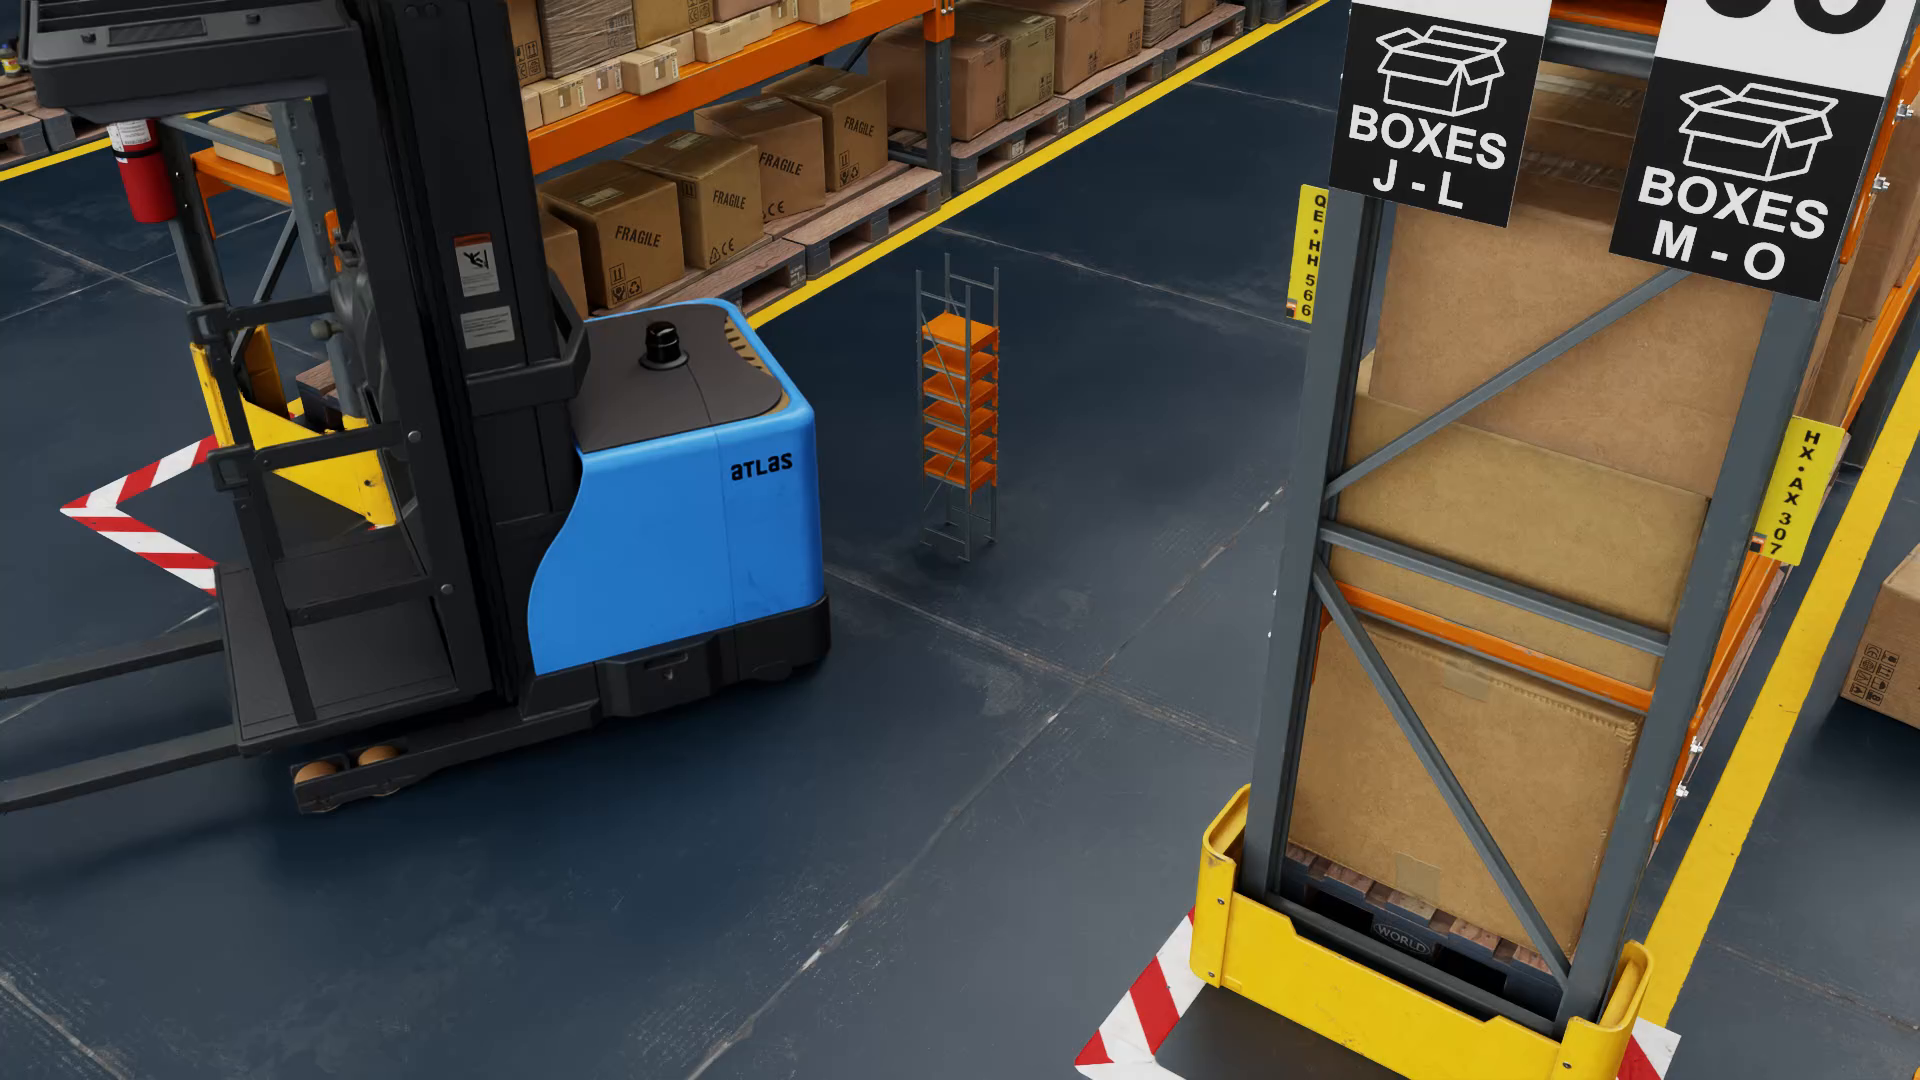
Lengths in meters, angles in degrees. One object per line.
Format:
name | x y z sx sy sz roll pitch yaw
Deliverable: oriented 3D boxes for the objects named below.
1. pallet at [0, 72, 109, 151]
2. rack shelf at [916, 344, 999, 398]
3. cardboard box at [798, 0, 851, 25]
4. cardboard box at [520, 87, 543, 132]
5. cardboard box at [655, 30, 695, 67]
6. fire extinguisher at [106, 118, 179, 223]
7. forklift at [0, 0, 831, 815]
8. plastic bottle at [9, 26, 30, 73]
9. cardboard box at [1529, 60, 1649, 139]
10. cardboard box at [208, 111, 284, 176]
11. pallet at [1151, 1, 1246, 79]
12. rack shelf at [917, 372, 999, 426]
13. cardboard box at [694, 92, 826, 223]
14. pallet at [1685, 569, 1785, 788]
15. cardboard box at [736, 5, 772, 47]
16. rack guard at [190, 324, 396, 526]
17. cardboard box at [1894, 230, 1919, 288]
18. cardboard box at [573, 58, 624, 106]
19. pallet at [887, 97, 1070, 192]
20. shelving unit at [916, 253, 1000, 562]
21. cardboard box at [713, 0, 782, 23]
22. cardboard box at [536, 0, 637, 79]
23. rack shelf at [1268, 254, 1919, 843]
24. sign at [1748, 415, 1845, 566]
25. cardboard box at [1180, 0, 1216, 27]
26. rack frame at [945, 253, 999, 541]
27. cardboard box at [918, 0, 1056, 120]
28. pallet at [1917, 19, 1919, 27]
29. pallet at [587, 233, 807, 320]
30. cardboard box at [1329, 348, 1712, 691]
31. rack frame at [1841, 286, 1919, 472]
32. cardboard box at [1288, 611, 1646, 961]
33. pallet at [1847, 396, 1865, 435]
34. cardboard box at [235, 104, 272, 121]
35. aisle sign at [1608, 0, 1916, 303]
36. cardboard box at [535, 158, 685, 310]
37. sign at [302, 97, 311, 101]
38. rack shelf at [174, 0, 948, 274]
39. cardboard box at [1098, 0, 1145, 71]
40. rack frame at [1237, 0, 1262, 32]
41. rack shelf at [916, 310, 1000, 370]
pallet | -5.676 -2.925 10.886 1.003 0.211 1.213 21 39 28
rack shelf | -0.008 -0.652 6.294 0.258 0.103 0.180 21 39 28
cardboard box | -0.769 -2.702 8.292 0.380 0.149 0.250 21 39 28
cardboard box | -1.978 -1.808 6.971 0.380 0.149 0.250 21 39 28
cardboard box | -1.448 -2.284 7.674 0.380 0.149 0.250 21 39 28
fire extinguisher | -3.219 -1.579 6.476 0.296 0.674 0.183 21 39 28
forklift | -2.031 -0.661 5.112 3.031 2.935 1.130 -14 37 -20
plastic bottle | -6.106 -3.200 10.837 0.061 0.283 0.133 22 40 29
cardboard box | 1.723 -0.836 4.211 0.875 0.550 0.550 21 39 28
cardboard box | -2.782 -1.610 6.677 0.380 0.149 0.250 21 39 28
pallet | 1.339 -3.684 12.009 1.003 0.211 1.213 21 39 28
rack shelf | -0.008 -0.553 6.362 0.258 0.103 0.180 21 39 28
cardboard box | -1.076 -2.059 8.973 0.500 0.500 0.500 -23 40 -30
pallet | 2.330 0.317 6.092 1.003 0.211 1.213 21 39 28
cardboard box | -1.129 -2.501 7.995 0.380 0.149 0.250 21 39 28
rack guard | -2.732 -0.516 7.067 1.175 0.500 0.348 21 39 28
cardboard box | 3.027 -1.355 5.942 0.875 0.550 0.550 21 39 28
cardboard box | -1.710 -2.045 7.320 0.380 0.149 0.250 21 39 28
pallet | -0.052 -2.561 10.349 1.003 0.211 1.213 21 39 28
shelving unit | -0.008 -0.490 6.404 0.258 1.200 0.189 21 39 28
cardboard box | -1.318 -2.853 7.937 0.875 0.500 0.500 21 39 28
cardboard box | -1.932 -2.410 7.282 0.875 0.500 0.500 21 39 28
rack shelf | 2.382 -0.508 5.466 1.077 0.370 4.000 21 39 28
sign | 1.694 -0.097 3.372 0.100 0.325 0.005 21 39 28
cardboard box | 1.421 -4.030 11.871 0.700 0.500 0.500 19 38 26
rack frame | 0.044 -0.532 6.466 0.240 1.200 0.006 21 39 28
cardboard box | 0.161 -2.993 10.337 0.700 0.500 0.500 21 39 28
pallet | 1.656 -1.436 3.598 1.003 0.211 1.213 21 39 28
pallet | -1.543 -1.318 8.511 1.003 0.211 1.213 21 39 28
cardboard box | 1.416 -0.133 4.135 0.875 0.550 0.550 21 39 28
rack frame | 3.523 -1.727 6.625 1.000 3.000 0.127 21 39 28
cardboard box | 1.574 0.487 4.874 0.875 0.875 0.875 21 40 28
pallet | 3.901 -0.951 7.967 1.003 0.211 1.213 21 39 28
cardboard box | -2.439 -1.926 6.565 0.875 0.500 0.500 21 39 28
aisle sign | 1.448 -0.834 2.985 0.394 0.787 0.004 21 39 28
cardboard box | -1.720 -1.505 8.155 0.500 0.500 0.500 25 42 32
sign | -2.329 -1.702 5.816 0.100 0.325 0.005 21 39 28
rack shelf | -1.635 -2.139 7.877 1.077 0.370 4.000 21 39 28
cardboard box | 0.797 -3.508 11.098 0.700 0.500 0.500 25 41 32
rack frame | 1.786 -5.198 11.759 1.000 3.000 0.127 21 39 28
rack shelf | -0.008 -0.752 6.227 0.258 0.103 0.180 21 39 28
